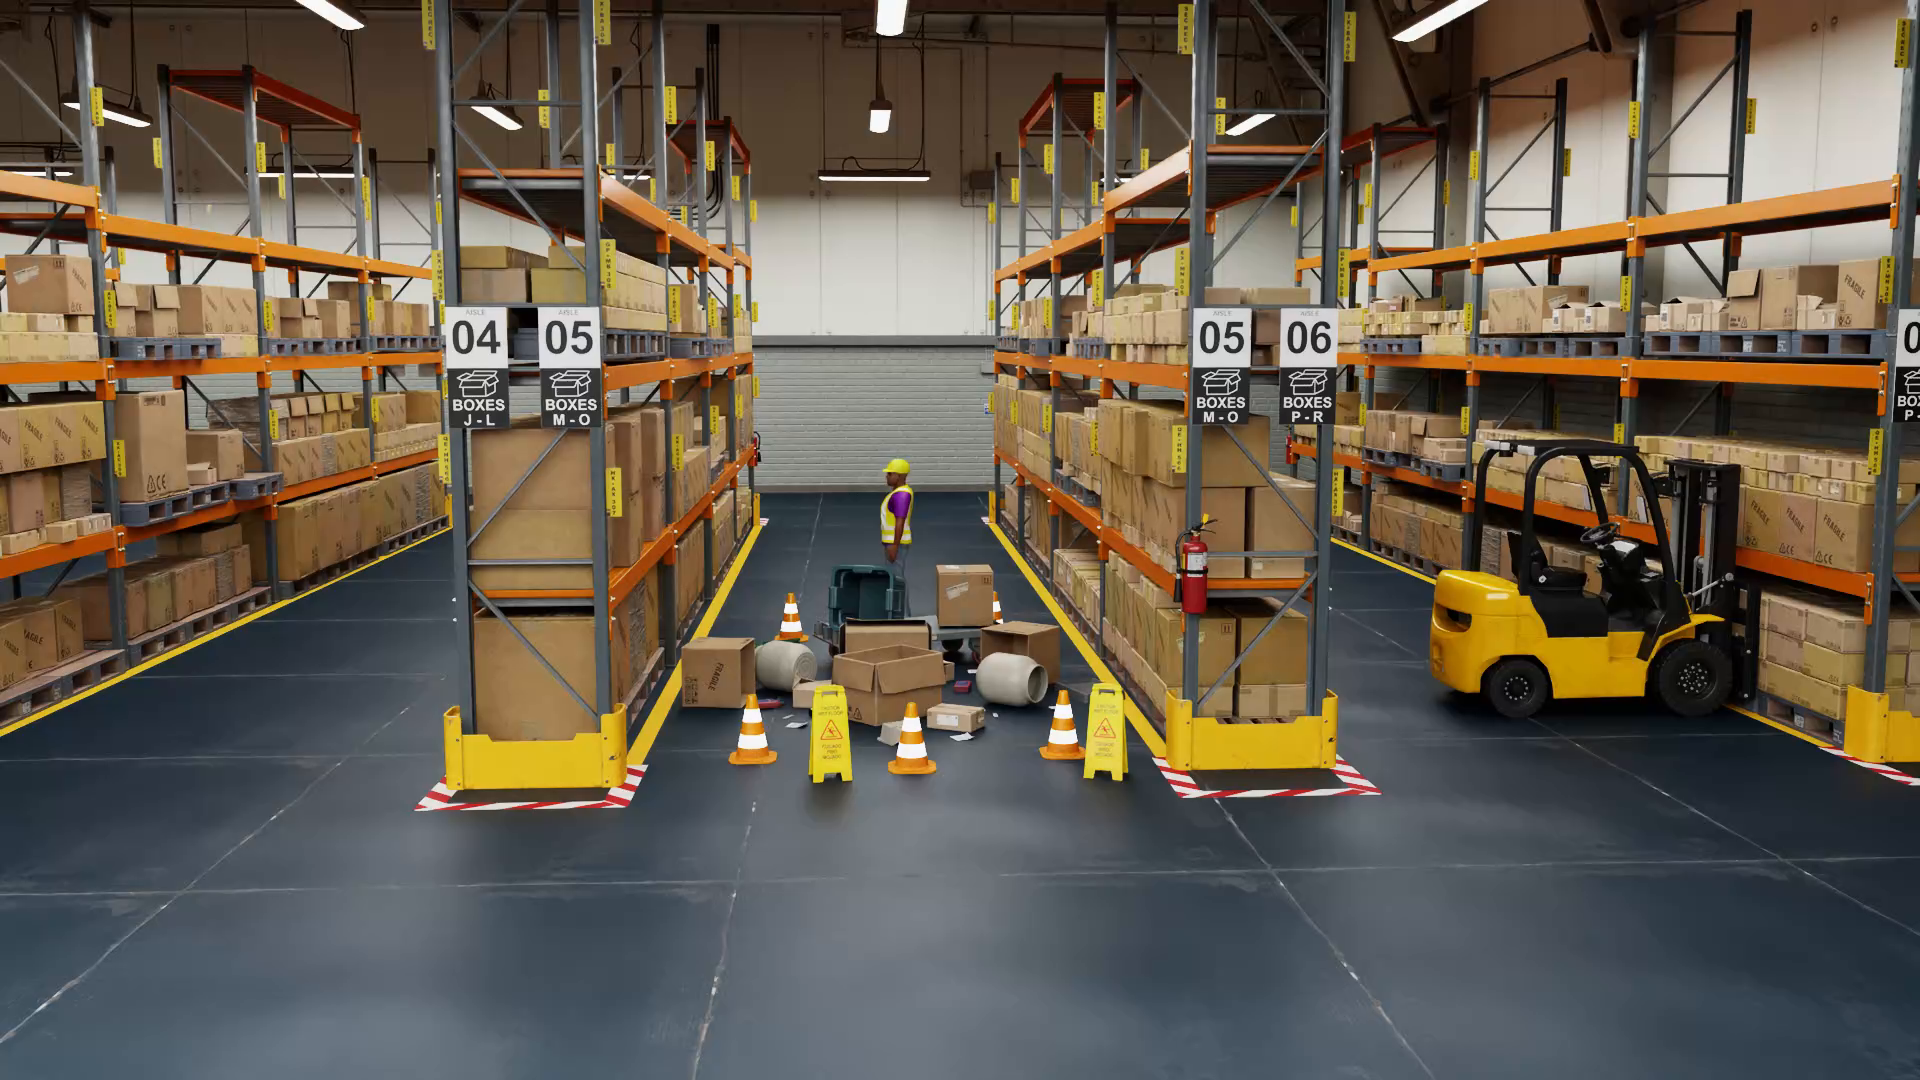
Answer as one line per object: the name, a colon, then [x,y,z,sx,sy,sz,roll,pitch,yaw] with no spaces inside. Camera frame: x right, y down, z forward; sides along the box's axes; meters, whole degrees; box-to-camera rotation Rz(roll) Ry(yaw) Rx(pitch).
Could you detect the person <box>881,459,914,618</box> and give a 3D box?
person: [-0.661,0.039,17.333,0.352,1.761,0.562,0,7,-2]
